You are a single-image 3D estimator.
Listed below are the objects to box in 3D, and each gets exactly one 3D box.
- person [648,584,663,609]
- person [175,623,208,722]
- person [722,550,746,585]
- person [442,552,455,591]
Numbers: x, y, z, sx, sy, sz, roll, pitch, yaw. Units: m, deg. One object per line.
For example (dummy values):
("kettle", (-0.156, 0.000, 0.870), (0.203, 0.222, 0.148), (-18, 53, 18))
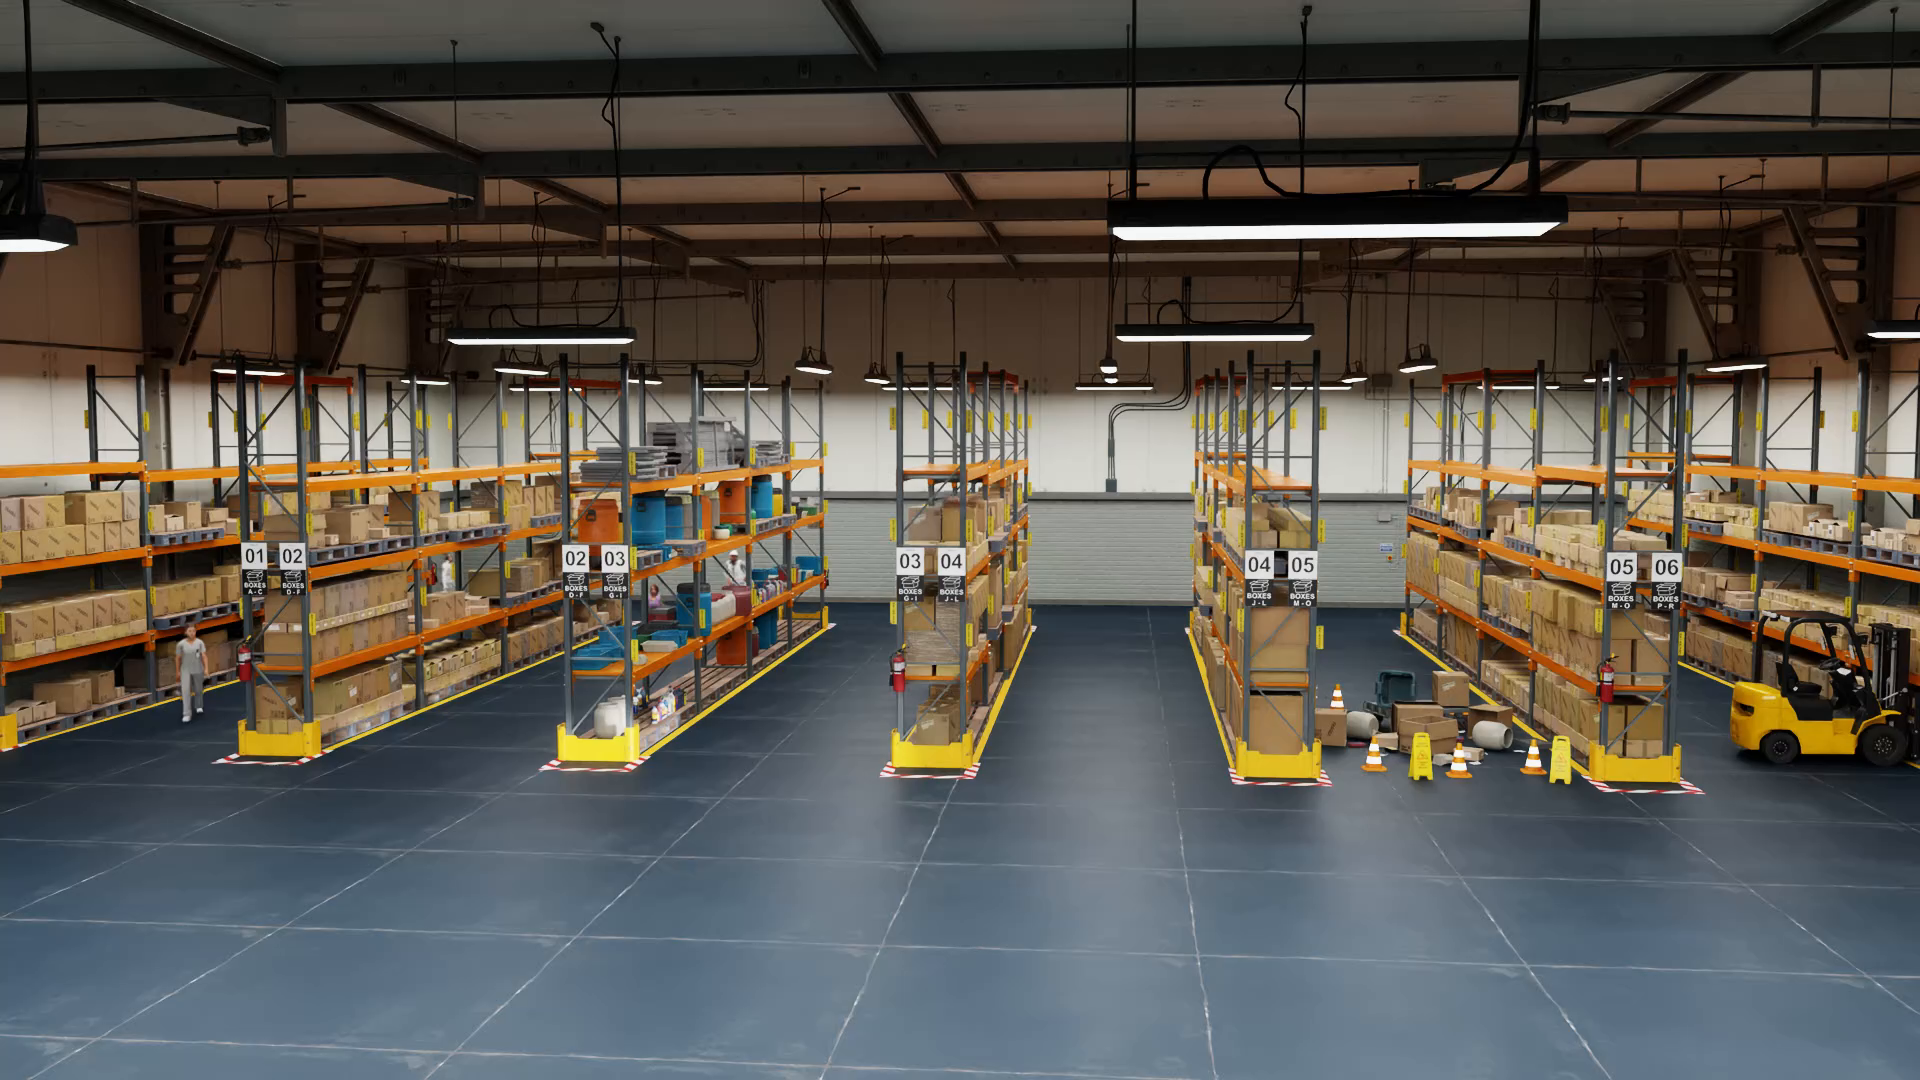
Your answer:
("person", (-6.477, 1.705, 35.228), (0.443, 1.539, 0.972), (0, 4, 4))
("person", (-12.865, 2.195, 27.857), (0.506, 1.603, 1.106), (-2, 4, -22))
("person", (-5.833, 1.081, 43.377), (0.652, 1.681, 0.723), (1, 4, 16))
("person", (-13.047, 1.130, 42.532), (0.394, 1.689, 0.507), (0, 4, 4))
